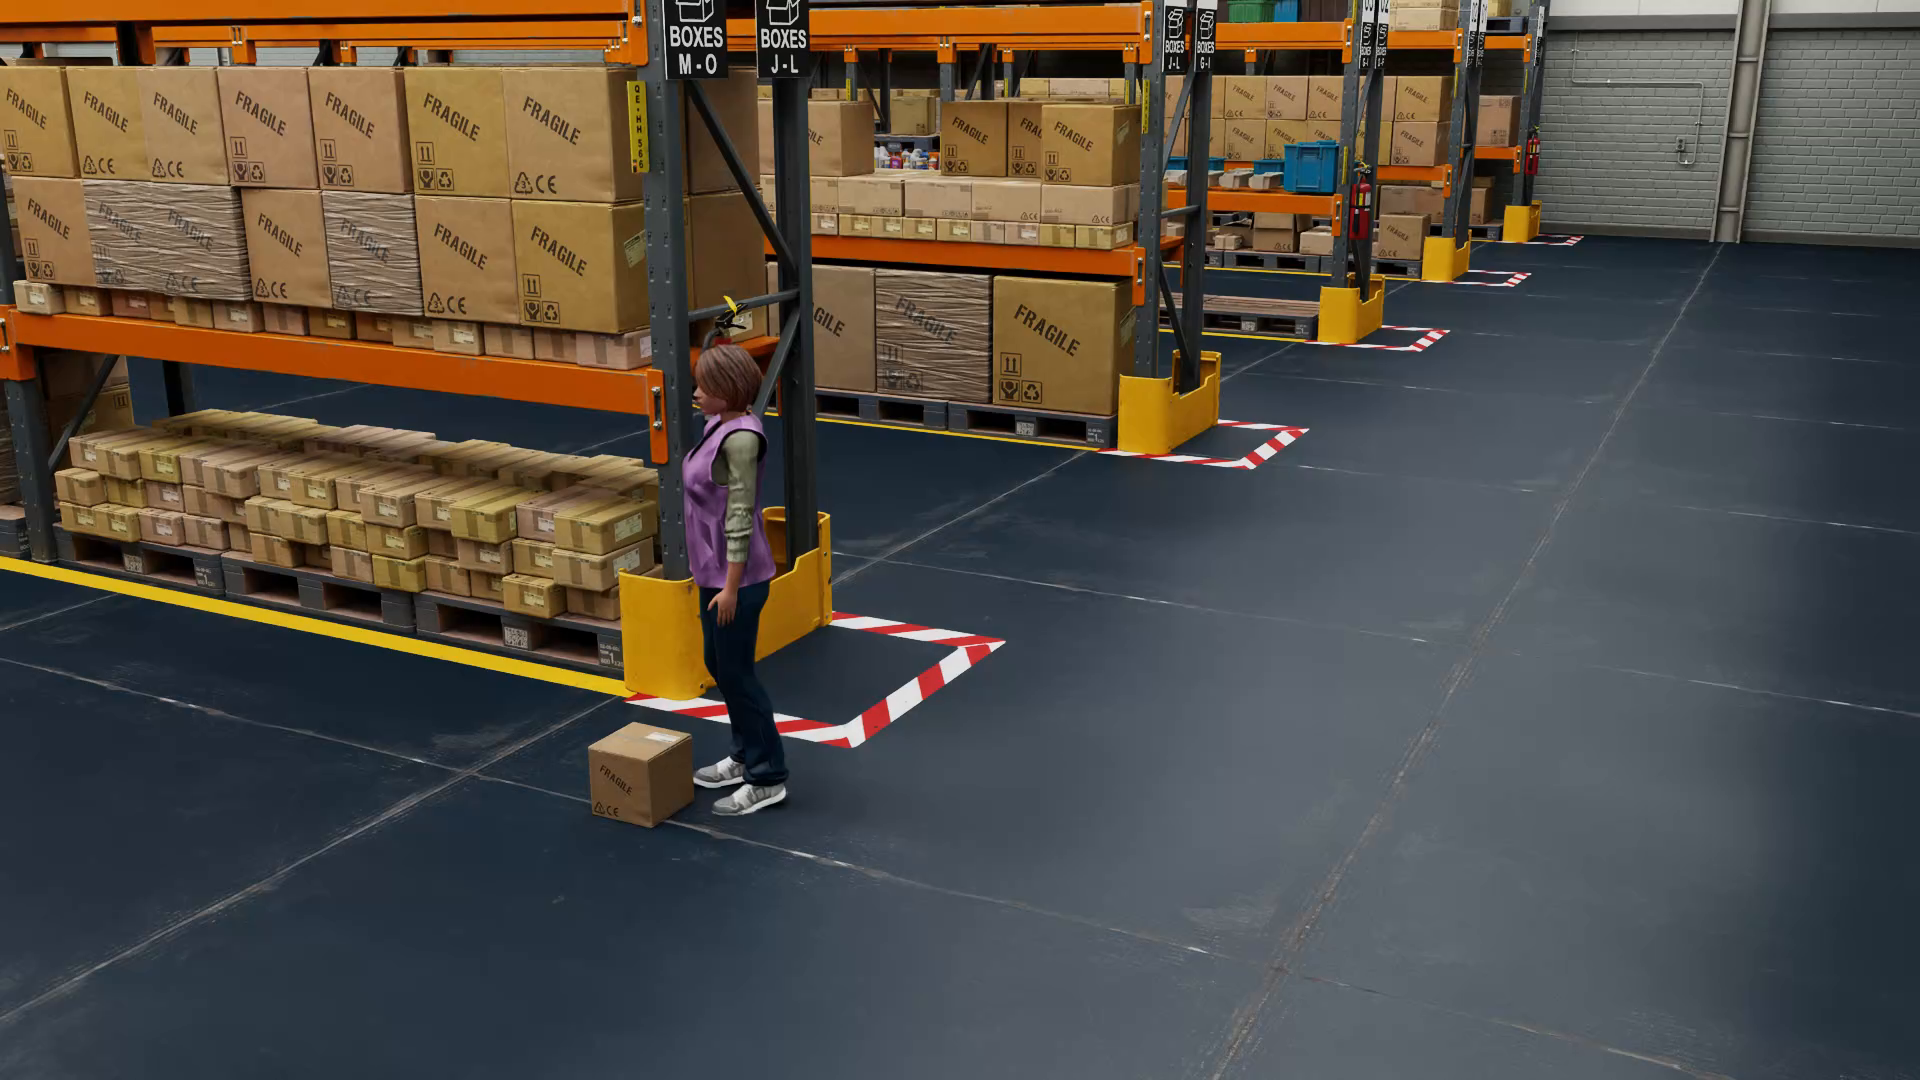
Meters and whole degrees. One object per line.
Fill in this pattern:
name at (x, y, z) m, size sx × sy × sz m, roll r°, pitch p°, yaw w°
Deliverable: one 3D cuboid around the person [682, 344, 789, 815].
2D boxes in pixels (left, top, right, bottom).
person at (-0.762, 0.141, 5.599) m, size 0.316 × 1.613 × 0.406 m, roll -4°, pitch 17°, yaw -15°
